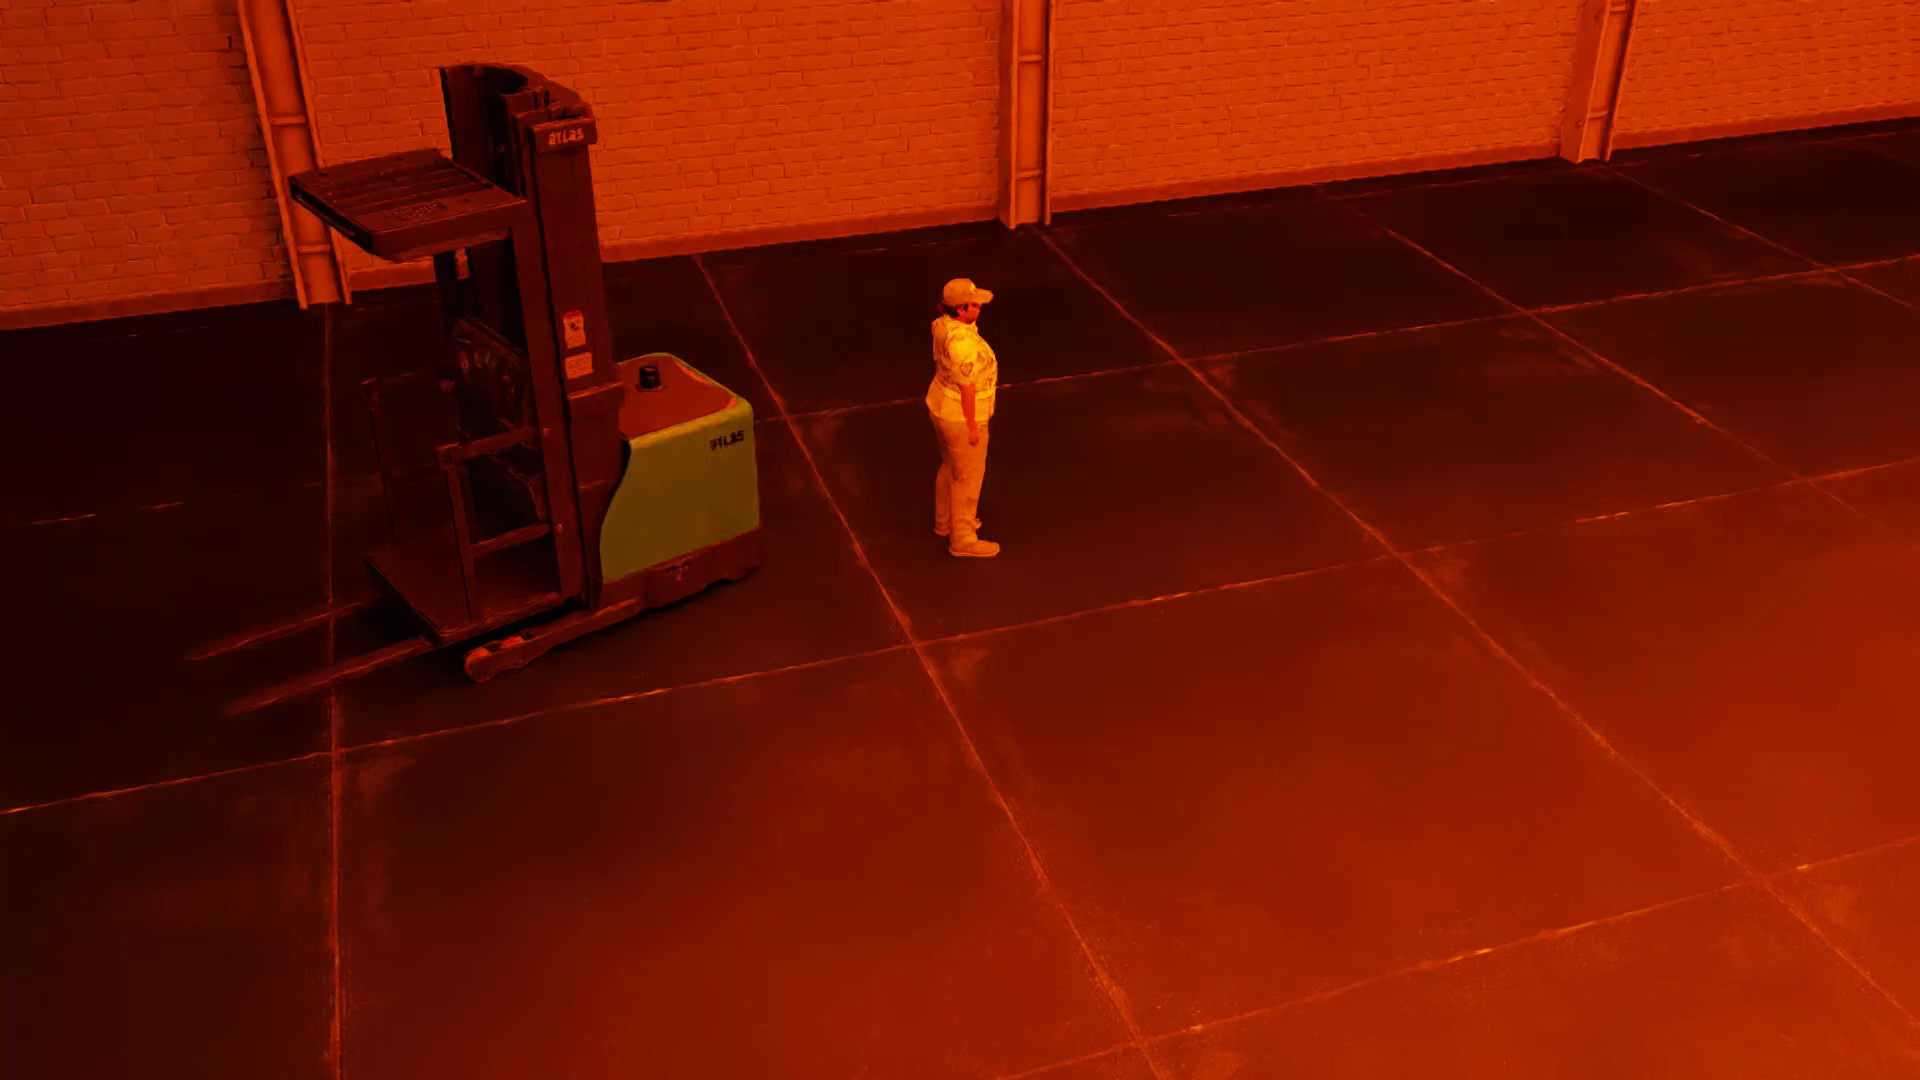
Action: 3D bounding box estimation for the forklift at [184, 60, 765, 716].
[{"bbox_3d":[-2.602,-0.825,8.521,3.031,2.935,1.130,-22,36,-33],"label":"forklift"}]

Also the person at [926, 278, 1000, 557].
[{"bbox_3d":[0.018,-0.719,9.611,0.390,1.669,0.482,-10,31,-16],"label":"person"}]
